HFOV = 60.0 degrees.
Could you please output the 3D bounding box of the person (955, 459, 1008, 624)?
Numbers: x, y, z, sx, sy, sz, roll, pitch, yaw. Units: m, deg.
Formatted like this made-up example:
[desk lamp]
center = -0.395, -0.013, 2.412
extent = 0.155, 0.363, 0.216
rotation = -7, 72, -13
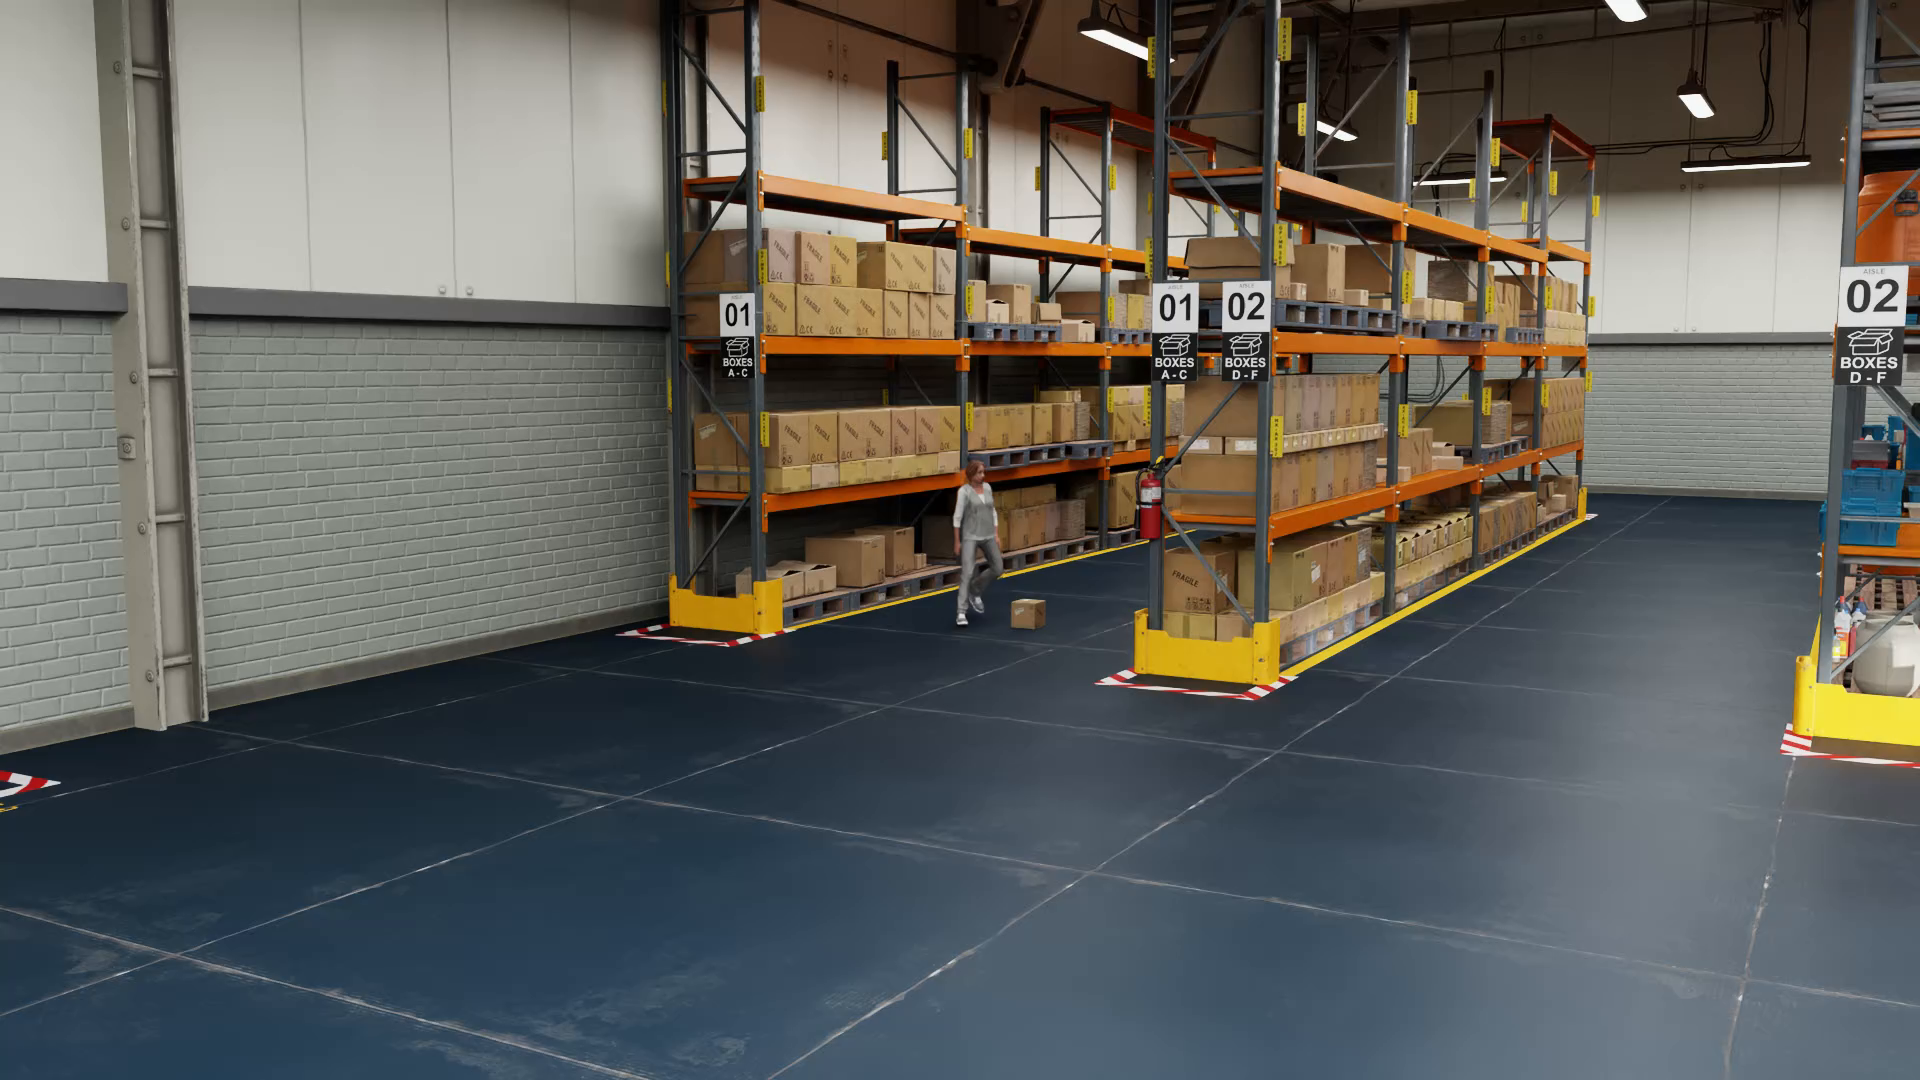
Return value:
[person]
center = 0.145, 0.003, 16.343
extent = 0.568, 1.597, 0.411
rotation = -4, 8, -36
